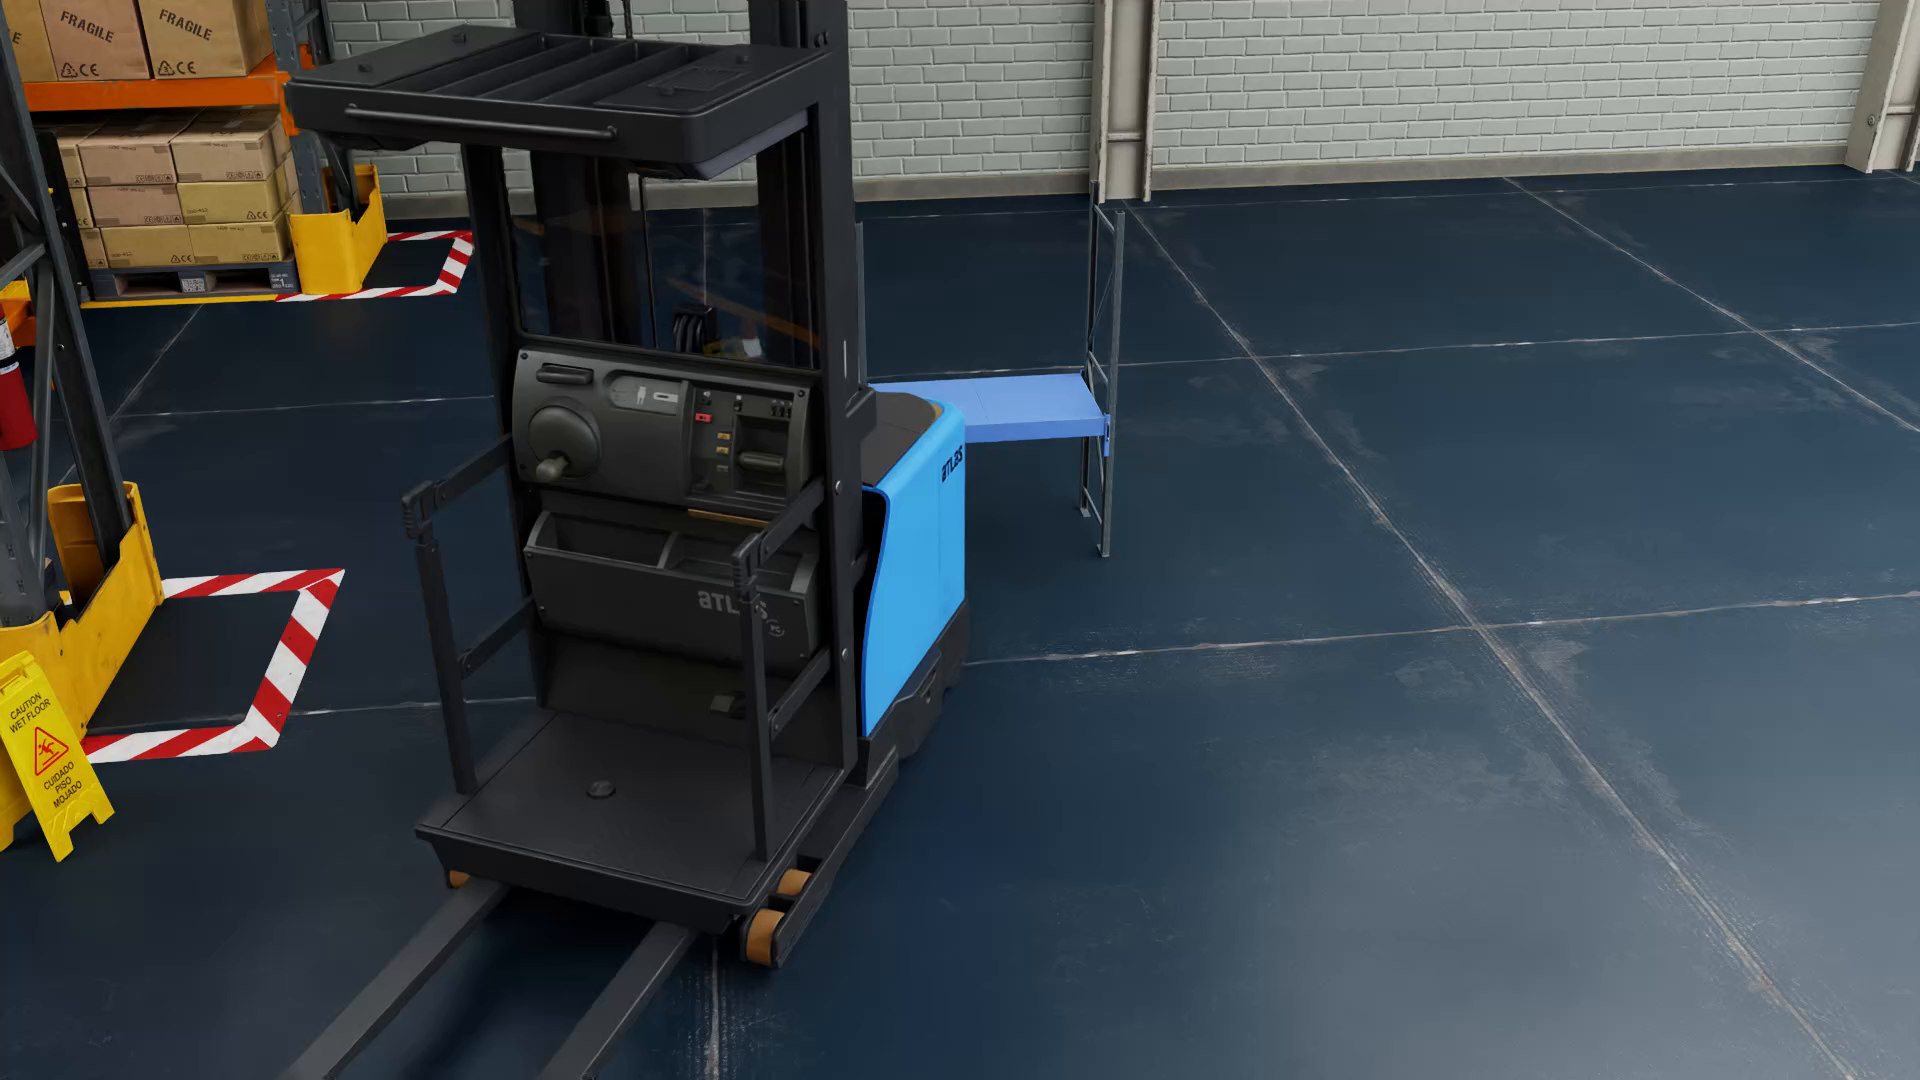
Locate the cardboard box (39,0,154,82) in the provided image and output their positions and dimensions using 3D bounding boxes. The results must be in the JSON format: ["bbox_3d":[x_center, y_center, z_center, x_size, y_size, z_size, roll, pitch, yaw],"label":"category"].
[{"bbox_3d":[-4.931,-2.965,9.633,0.500,0.500,0.500,-3,27,-5],"label":"cardboard box"}]

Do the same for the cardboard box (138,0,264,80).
[{"bbox_3d":[-4.416,-2.994,9.689,0.500,0.500,0.500,-4,27,-8],"label":"cardboard box"}]

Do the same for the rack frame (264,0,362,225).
[{"bbox_3d":[-3.965,-3.099,10.004,0.127,3.000,1.000,-4,27,-7],"label":"rack frame"}]

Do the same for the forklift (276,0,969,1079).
[{"bbox_3d":[-0.930,-0.274,4.574,1.130,2.935,3.031,9,28,17],"label":"forklift"}]

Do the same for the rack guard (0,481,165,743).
[{"bbox_3d":[-3.345,0.261,6.193,0.348,0.500,1.175,-4,27,-7],"label":"rack guard"}]

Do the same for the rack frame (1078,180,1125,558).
[{"bbox_3d":[0.588,-0.705,6.981,0.032,1.500,0.500,-4,27,-7],"label":"rack frame"}]

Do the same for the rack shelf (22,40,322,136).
[{"bbox_3d":[-5.945,-2.652,9.921,4.000,0.370,1.077,-4,27,-7],"label":"rack shelf"}]

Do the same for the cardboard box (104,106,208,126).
[{"bbox_3d":[-4.961,-2.529,10.350,0.500,0.250,0.500,-4,27,-7],"label":"cardboard box"}]

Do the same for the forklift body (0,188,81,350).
[{"bbox_3d":[-5.588,-1.776,8.356,1.214,2.155,2.313,-4,27,-7],"label":"forklift body"}]

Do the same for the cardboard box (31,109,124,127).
[{"bbox_3d":[-5.458,-2.502,10.298,0.500,0.250,0.500,-4,27,-7],"label":"cardboard box"}]

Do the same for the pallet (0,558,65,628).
[{"bbox_3d":[-4.154,0.426,6.189,1.213,0.211,1.003,-4,27,-7],"label":"pallet"}]

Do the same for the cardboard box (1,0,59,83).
[{"bbox_3d":[-5.438,-2.932,9.569,0.500,0.500,0.500,-4,27,-8],"label":"cardboard box"}]

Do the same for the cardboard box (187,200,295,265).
[{"bbox_3d":[-4.386,-1.890,10.200,0.500,0.250,0.500,-3,27,-7],"label":"cardboard box"}]

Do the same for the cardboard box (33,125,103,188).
[{"bbox_3d":[-5.381,-2.266,9.836,0.500,0.250,0.500,-3,27,-6],"label":"cardboard box"}]

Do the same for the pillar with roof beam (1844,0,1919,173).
[{"bbox_3d":[7.703,-4.949,7.037,0.400,9.000,9.100,-4,27,-7],"label":"pillar with roof beam"}]

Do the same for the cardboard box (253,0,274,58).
[{"bbox_3d":[-4.494,-3.238,10.165,0.500,0.500,0.500,-3,27,-5],"label":"cardboard box"}]

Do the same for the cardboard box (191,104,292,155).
[{"bbox_3d":[-4.467,-2.563,10.415,0.500,0.250,0.500,-4,27,-8],"label":"cardboard box"}]

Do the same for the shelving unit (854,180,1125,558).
[{"bbox_3d":[0.084,-0.673,6.918,1.048,1.500,0.538,-4,27,-7],"label":"shelving unit"}]

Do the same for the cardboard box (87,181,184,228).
[{"bbox_3d":[-4.901,-2.086,10.034,0.500,0.250,0.500,-4,27,-8],"label":"cardboard box"}]

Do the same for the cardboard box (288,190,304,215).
[{"bbox_3d":[-4.478,-2.120,10.648,0.500,0.250,0.500,-4,27,-7],"label":"cardboard box"}]

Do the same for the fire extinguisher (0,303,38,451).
[{"bbox_3d":[-3.092,-0.620,5.258,0.183,0.674,0.296,-4,27,-7],"label":"fire extinguisher"}]

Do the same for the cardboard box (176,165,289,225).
[{"bbox_3d":[-4.403,-2.113,10.086,0.500,0.250,0.500,-4,27,-8],"label":"cardboard box"}]

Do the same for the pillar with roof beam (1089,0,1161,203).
[{"bbox_3d":[1.761,-4.567,6.294,0.400,9.000,9.100,-4,27,-7],"label":"pillar with roof beam"}]

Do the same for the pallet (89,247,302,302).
[{"bbox_3d":[-4.716,-1.791,10.509,1.213,0.211,1.003,-4,27,-7],"label":"pallet"}]

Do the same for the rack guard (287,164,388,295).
[{"bbox_3d":[-3.941,-1.989,10.578,0.348,0.500,1.175,-4,27,-7],"label":"rack guard"}]

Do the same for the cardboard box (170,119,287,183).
[{"bbox_3d":[-4.377,-2.337,9.976,0.500,0.250,0.500,-3,27,-5],"label":"cardboard box"}]

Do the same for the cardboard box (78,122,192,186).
[{"bbox_3d":[-4.882,-2.302,9.908,0.500,0.250,0.500,-3,27,-6],"label":"cardboard box"}]

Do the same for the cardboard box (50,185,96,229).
[{"bbox_3d":[-5.410,-2.044,9.951,0.500,0.250,0.500,-4,27,-8],"label":"cardboard box"}]

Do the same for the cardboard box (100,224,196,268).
[{"bbox_3d":[-4.880,-1.863,10.146,0.500,0.250,0.500,-4,27,-7],"label":"cardboard box"}]

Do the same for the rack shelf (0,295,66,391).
[{"bbox_3d":[-5.250,-0.408,5.548,4.000,0.370,1.077,-4,27,-7],"label":"rack shelf"}]

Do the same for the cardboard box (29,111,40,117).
[{"bbox_3d":[-5.967,-2.473,10.240,0.500,0.250,0.500,-4,27,-8],"label":"cardboard box"}]

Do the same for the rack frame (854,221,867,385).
[{"bbox_3d":[-0.419,-0.640,6.855,0.032,1.500,0.500,-4,27,-7],"label":"rack frame"}]

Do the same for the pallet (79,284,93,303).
[{"bbox_3d":[-5.922,-1.715,10.361,1.213,0.211,1.003,-4,27,-7],"label":"pallet"}]

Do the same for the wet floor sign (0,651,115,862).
[{"bbox_3d":[-2.932,0.664,5.250,0.232,0.644,0.267,6,28,11],"label":"wet floor sign"}]

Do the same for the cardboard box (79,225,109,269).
[{"bbox_3d":[-5.377,-1.835,10.092,0.500,0.250,0.500,-3,27,-7],"label":"cardboard box"}]

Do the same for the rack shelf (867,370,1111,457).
[{"bbox_3d":[0.084,-0.513,7.000,1.000,0.185,0.538,-4,27,-7],"label":"rack shelf"}]

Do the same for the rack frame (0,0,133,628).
[{"bbox_3d":[-3.270,-0.856,5.632,0.127,3.000,1.000,-4,27,-7],"label":"rack frame"}]

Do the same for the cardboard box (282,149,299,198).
[{"bbox_3d":[-4.459,-2.349,10.547,0.500,0.250,0.500,-3,27,-6],"label":"cardboard box"}]
